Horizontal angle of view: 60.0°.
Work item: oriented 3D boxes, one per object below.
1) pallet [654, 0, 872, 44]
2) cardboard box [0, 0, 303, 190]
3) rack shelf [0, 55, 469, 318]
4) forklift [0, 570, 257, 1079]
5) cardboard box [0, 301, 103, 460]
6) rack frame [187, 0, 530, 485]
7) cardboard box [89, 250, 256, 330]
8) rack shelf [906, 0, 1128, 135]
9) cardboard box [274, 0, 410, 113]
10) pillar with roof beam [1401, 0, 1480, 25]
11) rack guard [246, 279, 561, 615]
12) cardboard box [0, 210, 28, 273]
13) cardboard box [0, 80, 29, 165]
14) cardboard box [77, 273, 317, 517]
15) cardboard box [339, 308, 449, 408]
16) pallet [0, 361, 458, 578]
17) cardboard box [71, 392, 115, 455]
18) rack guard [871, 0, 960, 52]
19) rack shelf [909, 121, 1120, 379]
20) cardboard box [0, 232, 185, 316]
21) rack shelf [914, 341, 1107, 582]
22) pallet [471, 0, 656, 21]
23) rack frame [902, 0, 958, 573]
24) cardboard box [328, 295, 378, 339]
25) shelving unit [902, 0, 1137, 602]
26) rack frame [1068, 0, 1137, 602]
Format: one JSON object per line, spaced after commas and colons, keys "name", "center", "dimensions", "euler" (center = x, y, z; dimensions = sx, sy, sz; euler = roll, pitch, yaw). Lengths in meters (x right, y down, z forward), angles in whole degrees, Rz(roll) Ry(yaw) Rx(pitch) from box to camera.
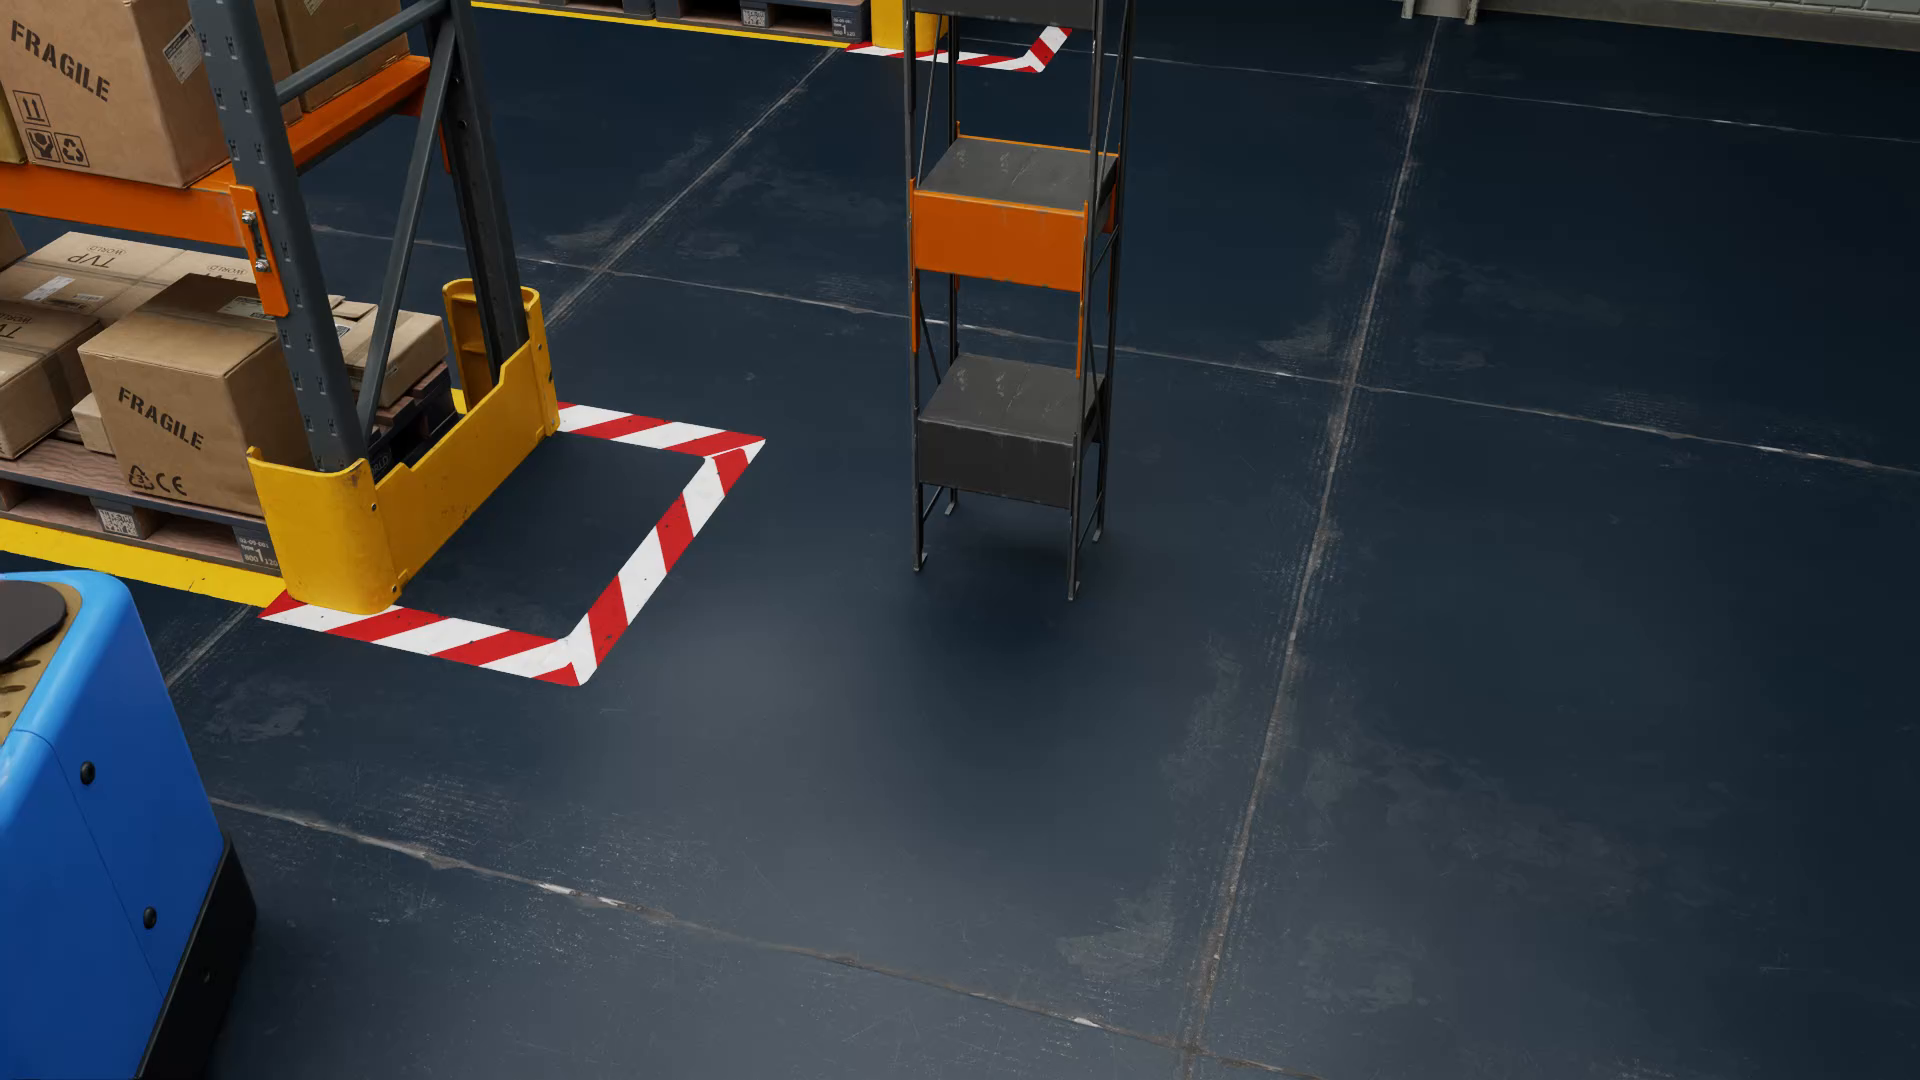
{"name": "pallet", "center": [-0.955, -3.099, 9.283], "dimensions": [1.213, 0.211, 1.003], "euler": [10, 38, 14]}
{"name": "cardboard box", "center": [-2.151, -1.287, 4.384], "dimensions": [0.500, 0.500, 0.500], "euler": [12, 38, 15]}
{"name": "rack shelf", "center": [-3.551, -1.385, 5.209], "dimensions": [4.000, 0.370, 1.077], "euler": [10, 38, 14]}
{"name": "forklift", "center": [-3.141, 0.080, 2.669], "dimensions": [3.031, 2.935, 1.130], "euler": [-2, 36, -3]}
{"name": "cardboard box", "center": [-3.133, -0.533, 5.392], "dimensions": [0.500, 0.250, 0.500], "euler": [10, 38, 14]}
{"name": "rack frame", "center": [-1.642, -1.322, 4.515], "dimensions": [0.127, 3.000, 1.000], "euler": [10, 38, 14]}
{"name": "cardboard box", "center": [-2.554, -0.736, 5.668], "dimensions": [0.500, 0.250, 0.500], "euler": [10, 38, 14]}
{"name": "rack shelf", "center": [0.158, -1.369, 4.181], "dimensions": [0.480, 0.518, 0.431], "euler": [10, 38, 14]}
{"name": "cardboard box", "center": [-1.987, -1.589, 4.795], "dimensions": [0.500, 0.500, 0.500], "euler": [11, 38, 15]}
{"name": "pillar with roof beam", "center": [1.382, -4.118, 3.253], "dimensions": [0.400, 9.000, 9.100], "euler": [10, 38, 14]}
{"name": "rack guard", "center": [-1.715, -0.328, 5.274], "dimensions": [0.348, 0.500, 1.175], "euler": [10, 38, 14]}
{"name": "cardboard box", "center": [-3.666, -0.871, 5.638], "dimensions": [0.637, 0.503, 0.797], "euler": [10, 38, 14]}
{"name": "cardboard box", "center": [-2.647, -1.377, 4.506], "dimensions": [0.500, 0.500, 0.500], "euler": [11, 38, 14]}
{"name": "cardboard box", "center": [-2.235, -0.449, 5.067], "dimensions": [0.500, 0.500, 0.500], "euler": [10, 38, 14]}
{"name": "cardboard box", "center": [-1.940, -0.619, 5.595], "dimensions": [0.250, 0.149, 0.380], "euler": [10, 38, 14]}
{"name": "pallet", "center": [-2.476, -0.352, 5.551], "dimensions": [1.213, 0.211, 1.003], "euler": [10, 38, 14]}
{"name": "cardboard box", "center": [-2.595, -0.437, 5.332], "dimensions": [0.250, 0.166, 0.380], "euler": [10, 38, 14]}
{"name": "rack guard", "center": [-0.146, -3.114, 9.059], "dimensions": [0.348, 0.500, 1.175], "euler": [10, 38, 14]}
{"name": "rack shelf", "center": [0.158, -0.805, 4.596], "dimensions": [0.480, 0.518, 0.431], "euler": [10, 38, 14]}
{"name": "cardboard box", "center": [-3.031, -0.825, 5.789], "dimensions": [0.500, 0.250, 0.500], "euler": [10, 38, 14]}
{"name": "rack shelf", "center": [0.158, -0.242, 5.011], "dimensions": [0.480, 0.518, 0.431], "euler": [10, 38, 14]}
{"name": "pallet", "center": [-2.116, -3.316, 9.577], "dimensions": [1.213, 0.211, 1.003], "euler": [10, 38, 14]}
{"name": "rack frame", "center": [-0.075, -0.860, 4.646], "dimensions": [0.015, 2.100, 0.400], "euler": [10, 38, 14]}
{"name": "cardboard box", "center": [-2.178, -0.670, 5.649], "dimensions": [0.250, 0.166, 0.380], "euler": [10, 38, 14]}
{"name": "shelving unit", "center": [0.158, -0.816, 4.588], "dimensions": [0.503, 2.100, 0.431], "euler": [10, 38, 14]}
{"name": "rack frame", "center": [0.391, -0.773, 4.529], "dimensions": [0.015, 2.100, 0.400], "euler": [10, 38, 14]}
